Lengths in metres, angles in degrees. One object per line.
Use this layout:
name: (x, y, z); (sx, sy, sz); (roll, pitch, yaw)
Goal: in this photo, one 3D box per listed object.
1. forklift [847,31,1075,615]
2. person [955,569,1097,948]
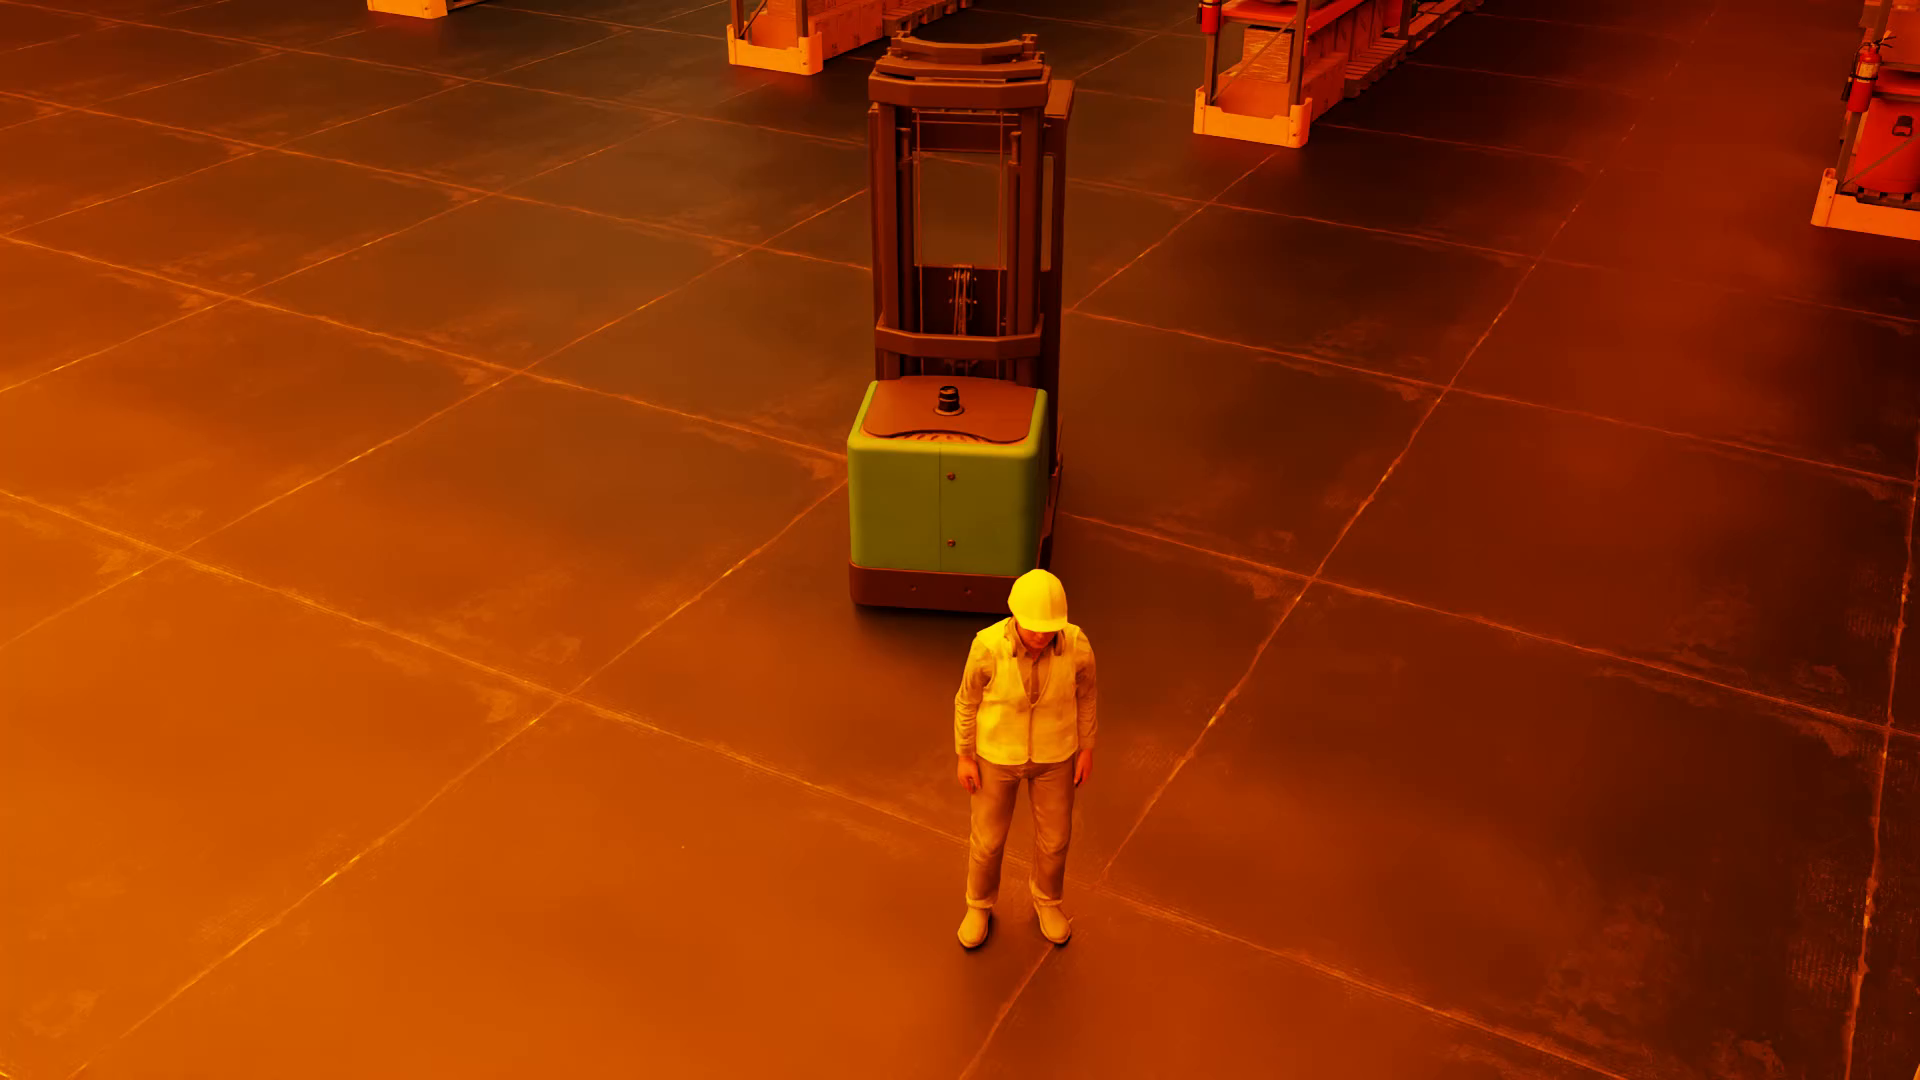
forklift: (0.072, -1.572, 9.794); (1.130, 2.935, 3.031); (3, 30, 6)
person: (0.269, 0.865, 6.734); (0.580, 1.769, 0.466); (-3, 30, -5)
